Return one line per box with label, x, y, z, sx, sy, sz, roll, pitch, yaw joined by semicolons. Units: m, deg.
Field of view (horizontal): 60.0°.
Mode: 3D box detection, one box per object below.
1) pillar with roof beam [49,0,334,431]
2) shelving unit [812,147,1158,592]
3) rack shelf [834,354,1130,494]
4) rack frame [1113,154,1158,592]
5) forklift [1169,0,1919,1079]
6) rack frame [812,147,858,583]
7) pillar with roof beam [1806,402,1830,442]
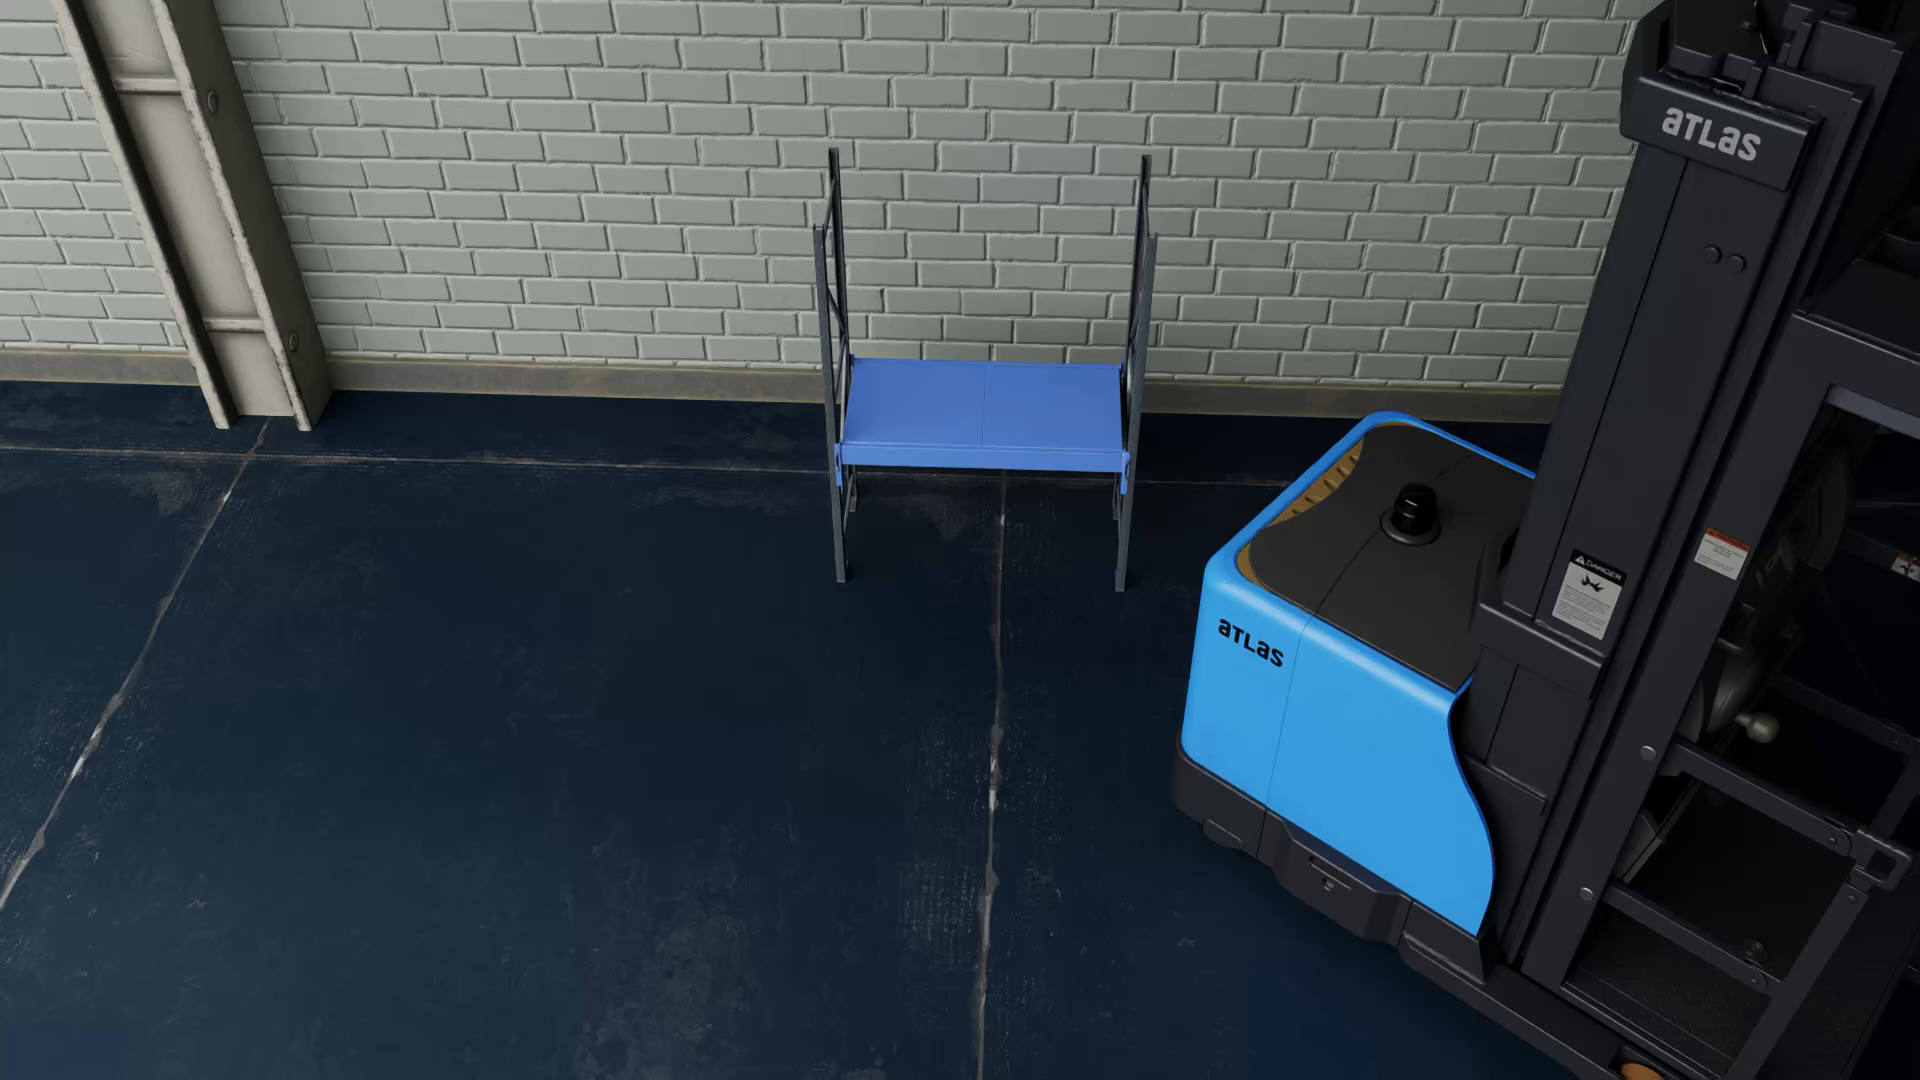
pillar with roof beam;-3.004;-0.914;0.629;0.400;9.000;9.100;2;43;2
shelving unit;0.085;-0.546;5.736;1.048;1.500;0.538;2;43;2
rack shelf;0.085;-0.415;5.859;1.000;0.185;0.538;2;43;2
rack frame;0.593;-0.531;5.719;0.032;1.500;0.500;2;43;2
forklift;2.109;0.195;3.890;3.031;2.935;1.130;31;51;29
rack frame;-0.423;-0.562;5.753;0.032;1.500;0.500;2;43;2
pillar with roof beam;2.990;-0.729;0.431;0.400;9.000;9.100;2;43;2
